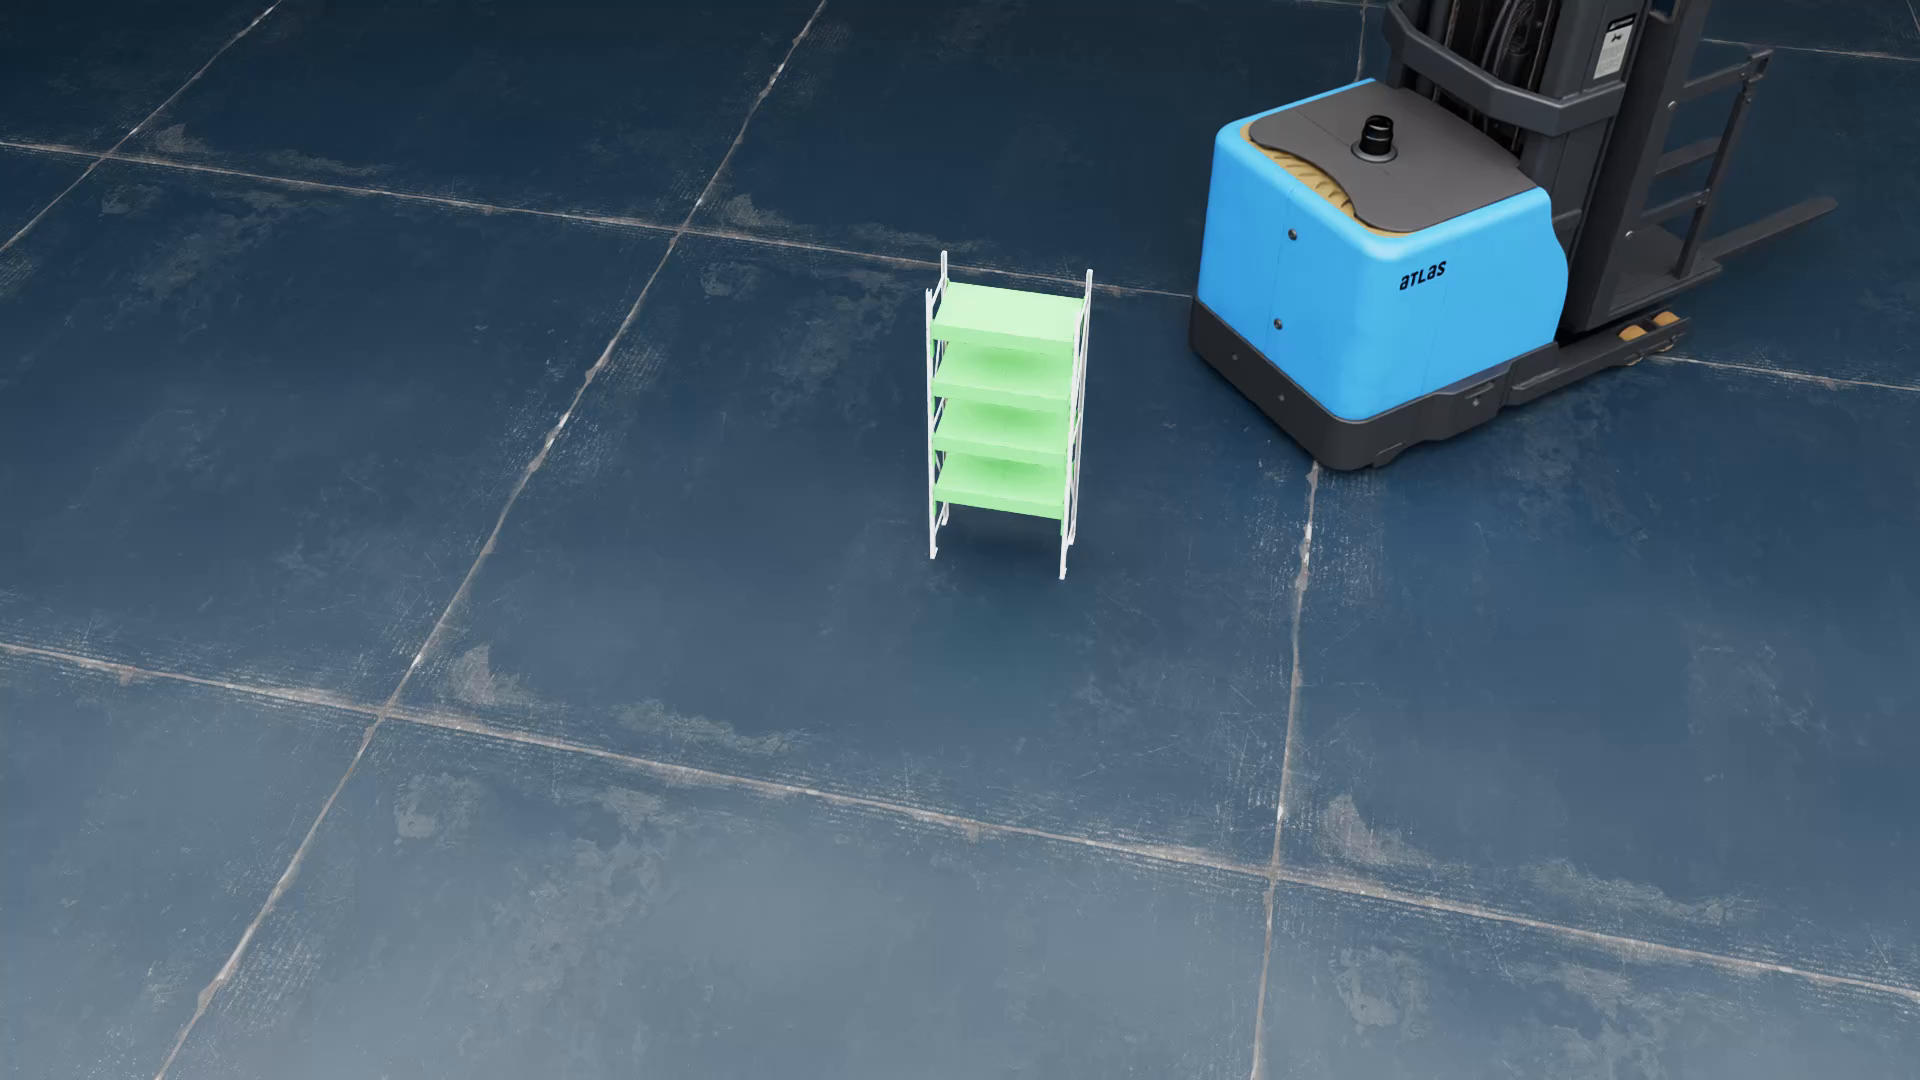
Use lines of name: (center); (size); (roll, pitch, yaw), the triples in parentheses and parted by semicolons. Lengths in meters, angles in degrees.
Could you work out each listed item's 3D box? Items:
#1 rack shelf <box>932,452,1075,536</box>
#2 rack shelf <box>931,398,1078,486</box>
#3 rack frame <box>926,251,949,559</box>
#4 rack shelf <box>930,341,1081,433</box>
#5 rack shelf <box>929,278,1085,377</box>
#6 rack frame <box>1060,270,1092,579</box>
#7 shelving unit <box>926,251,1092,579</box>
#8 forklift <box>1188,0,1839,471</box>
rack shelf: (0.162, -0.188, 6.019); (0.480, 0.148, 0.258); (9, 45, 9)
rack shelf: (0.162, -0.361, 5.852); (0.480, 0.148, 0.258); (9, 45, 9)
rack frame: (-0.077, -0.444, 5.846); (0.015, 1.200, 0.240); (9, 45, 9)
rack shelf: (0.162, -0.534, 5.686); (0.480, 0.148, 0.258); (9, 45, 9)
rack shelf: (0.162, -0.707, 5.519); (0.480, 0.148, 0.258); (9, 45, 9)
rack frame: (0.400, -0.370, 5.769); (0.015, 1.200, 0.240); (9, 45, 9)
shelving unit: (0.162, -0.407, 5.808); (0.503, 1.200, 0.258); (9, 45, 9)
forklift: (2.496, -2.088, 6.305); (3.031, 2.935, 1.130); (-22, 48, -21)
